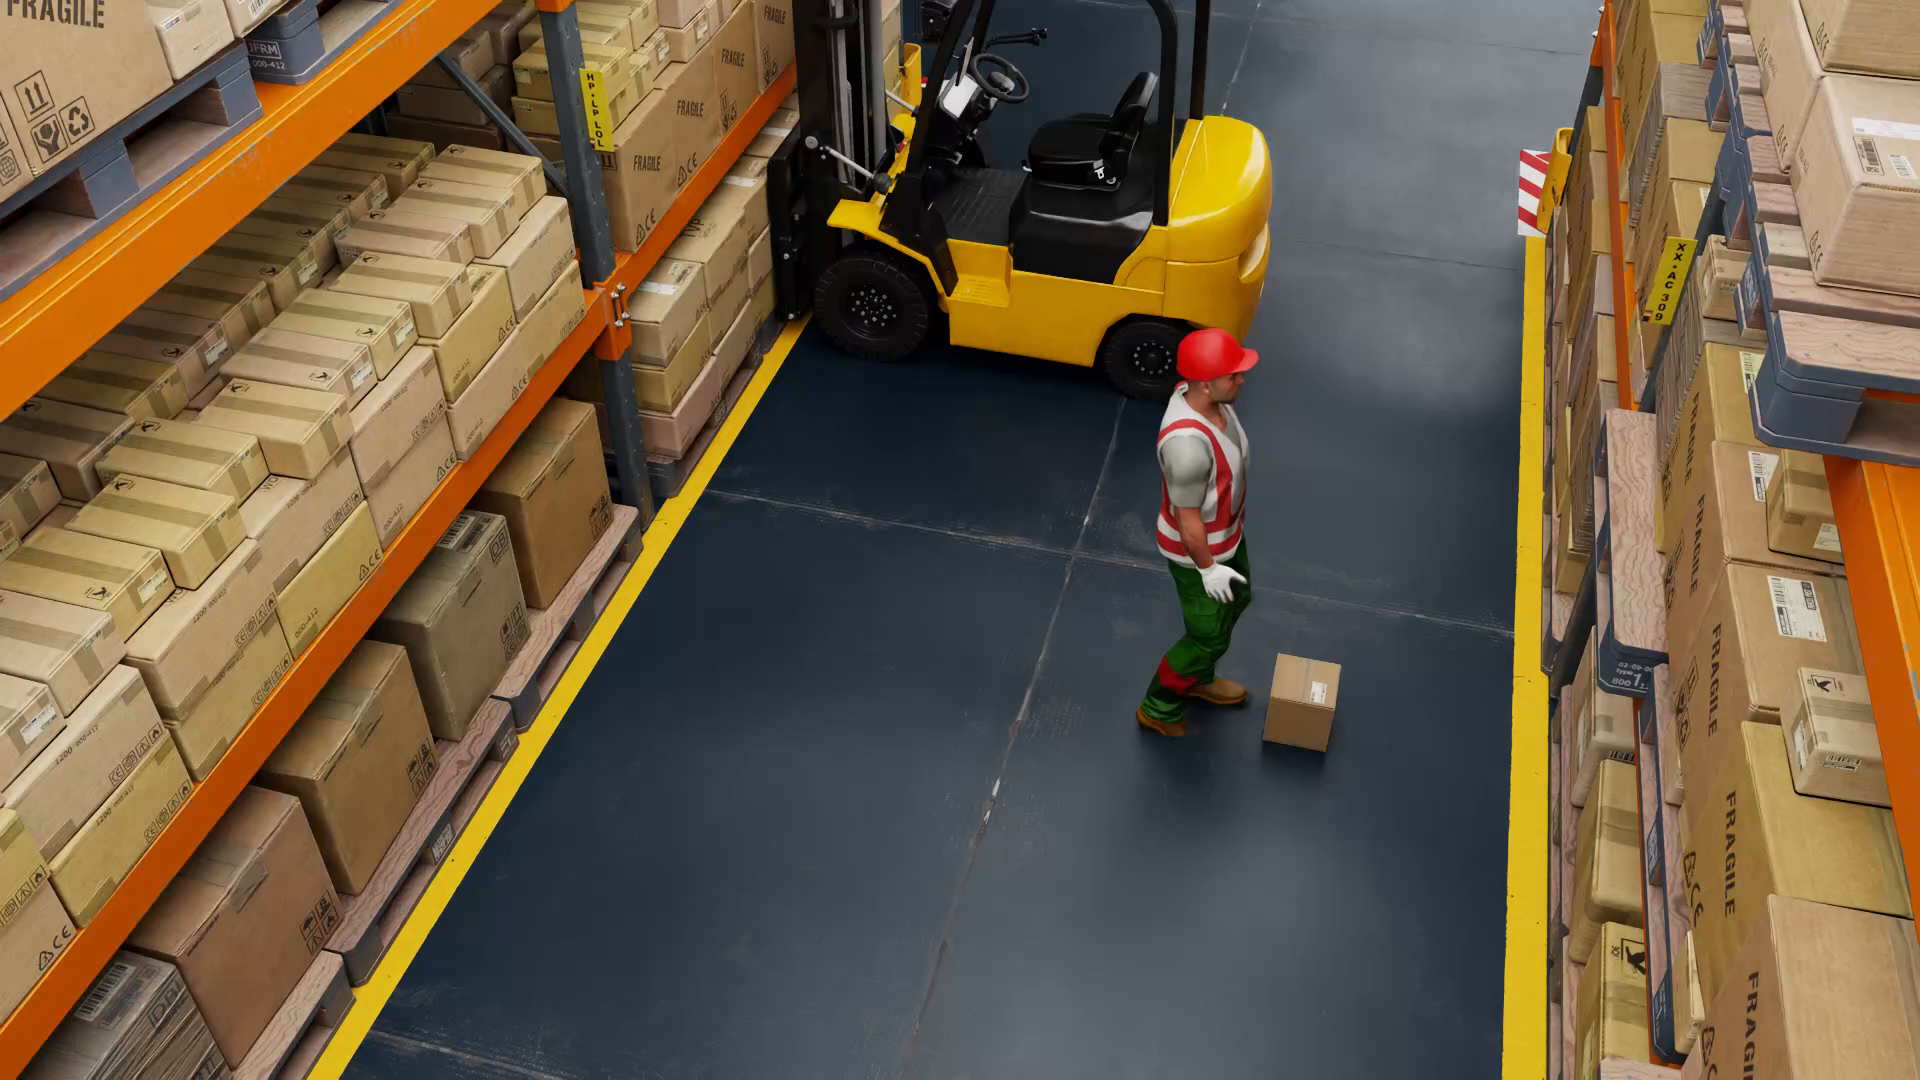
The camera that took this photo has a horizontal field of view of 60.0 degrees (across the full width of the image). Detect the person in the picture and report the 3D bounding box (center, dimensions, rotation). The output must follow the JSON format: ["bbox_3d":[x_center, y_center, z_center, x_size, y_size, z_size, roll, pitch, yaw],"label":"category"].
[{"bbox_3d":[0.932,0.008,6.198,0.446,1.823,0.527,11,42,12],"label":"person"}]
